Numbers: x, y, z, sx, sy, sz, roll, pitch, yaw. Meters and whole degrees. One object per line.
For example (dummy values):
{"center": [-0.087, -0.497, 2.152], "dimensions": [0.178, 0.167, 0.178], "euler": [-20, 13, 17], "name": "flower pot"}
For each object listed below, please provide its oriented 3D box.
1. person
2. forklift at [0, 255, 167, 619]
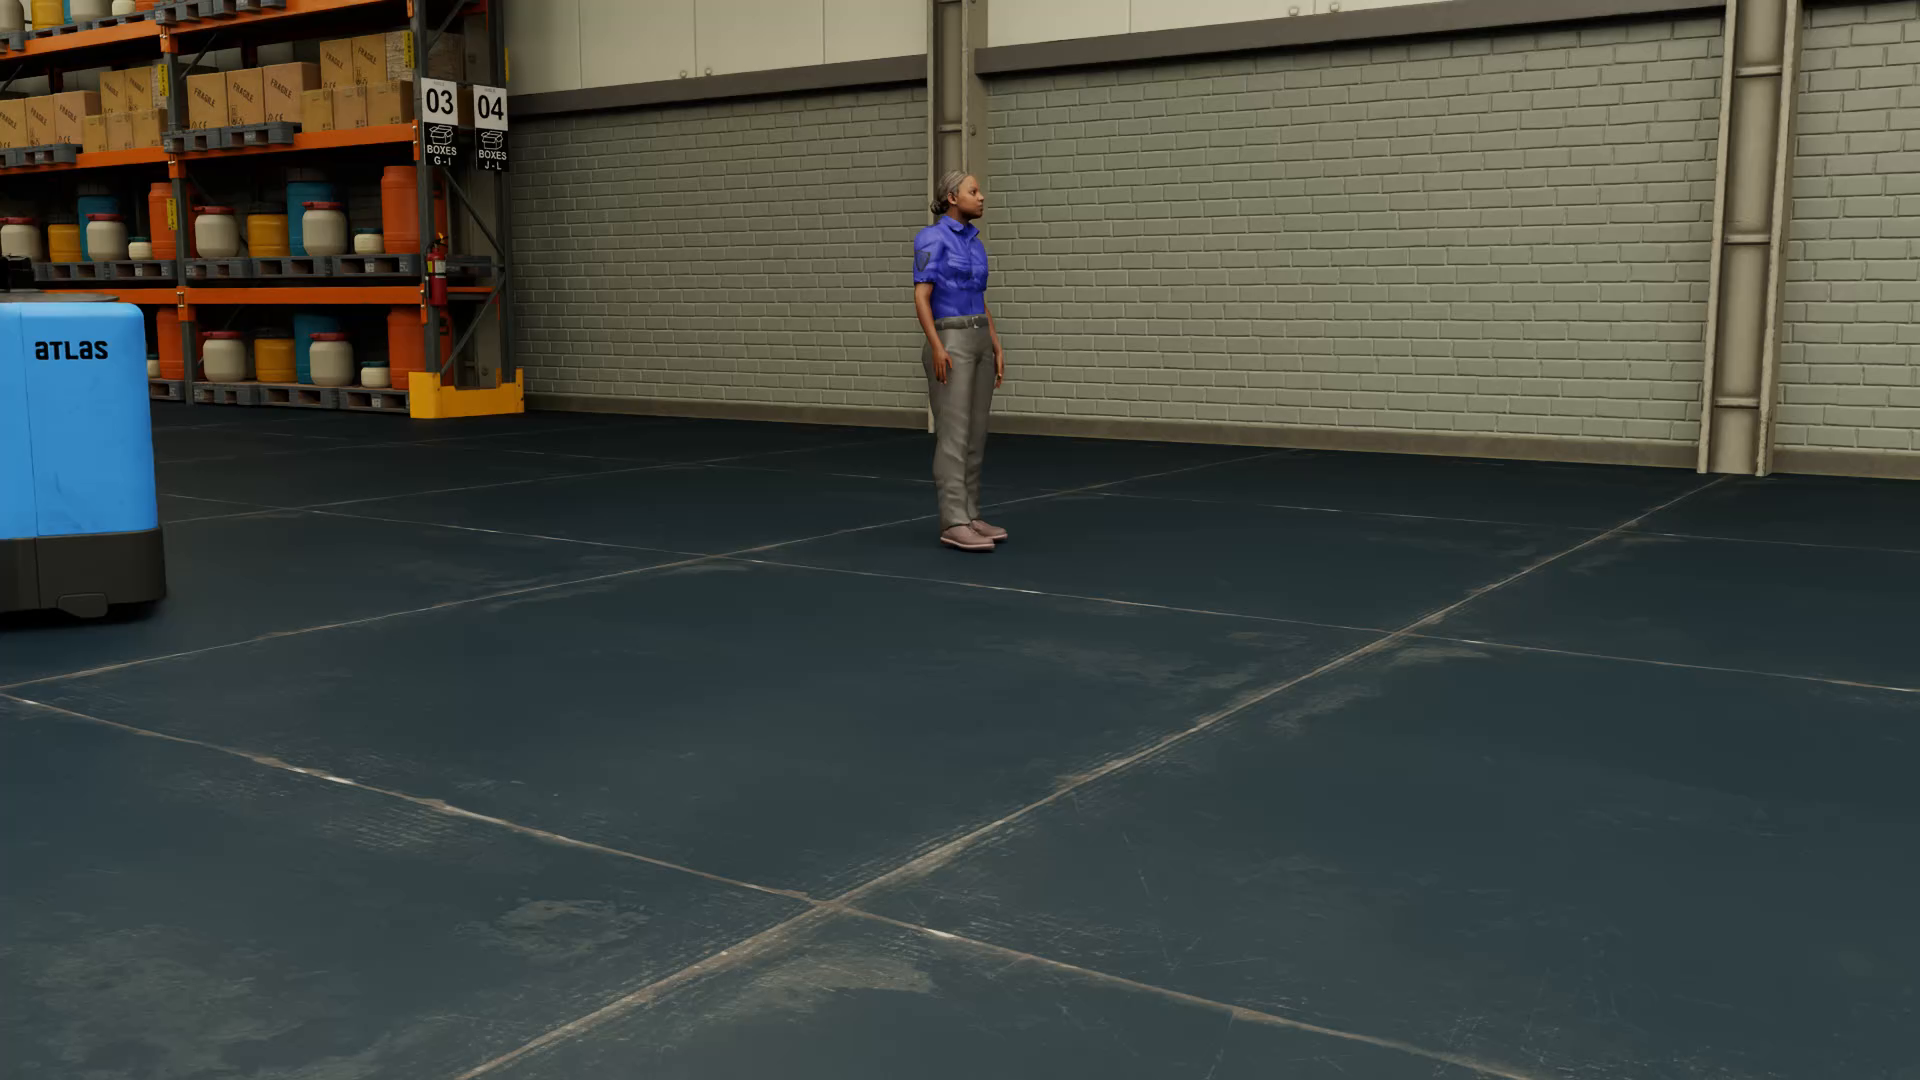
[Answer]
{"center": [0.061, -0.817, 7.421], "dimensions": [0.504, 1.654, 0.569], "euler": [5, 10, 34], "name": "person"}
{"center": [-4.281, -1.145, 5.243], "dimensions": [3.031, 2.935, 1.130], "euler": [-4, 9, -26], "name": "forklift"}
